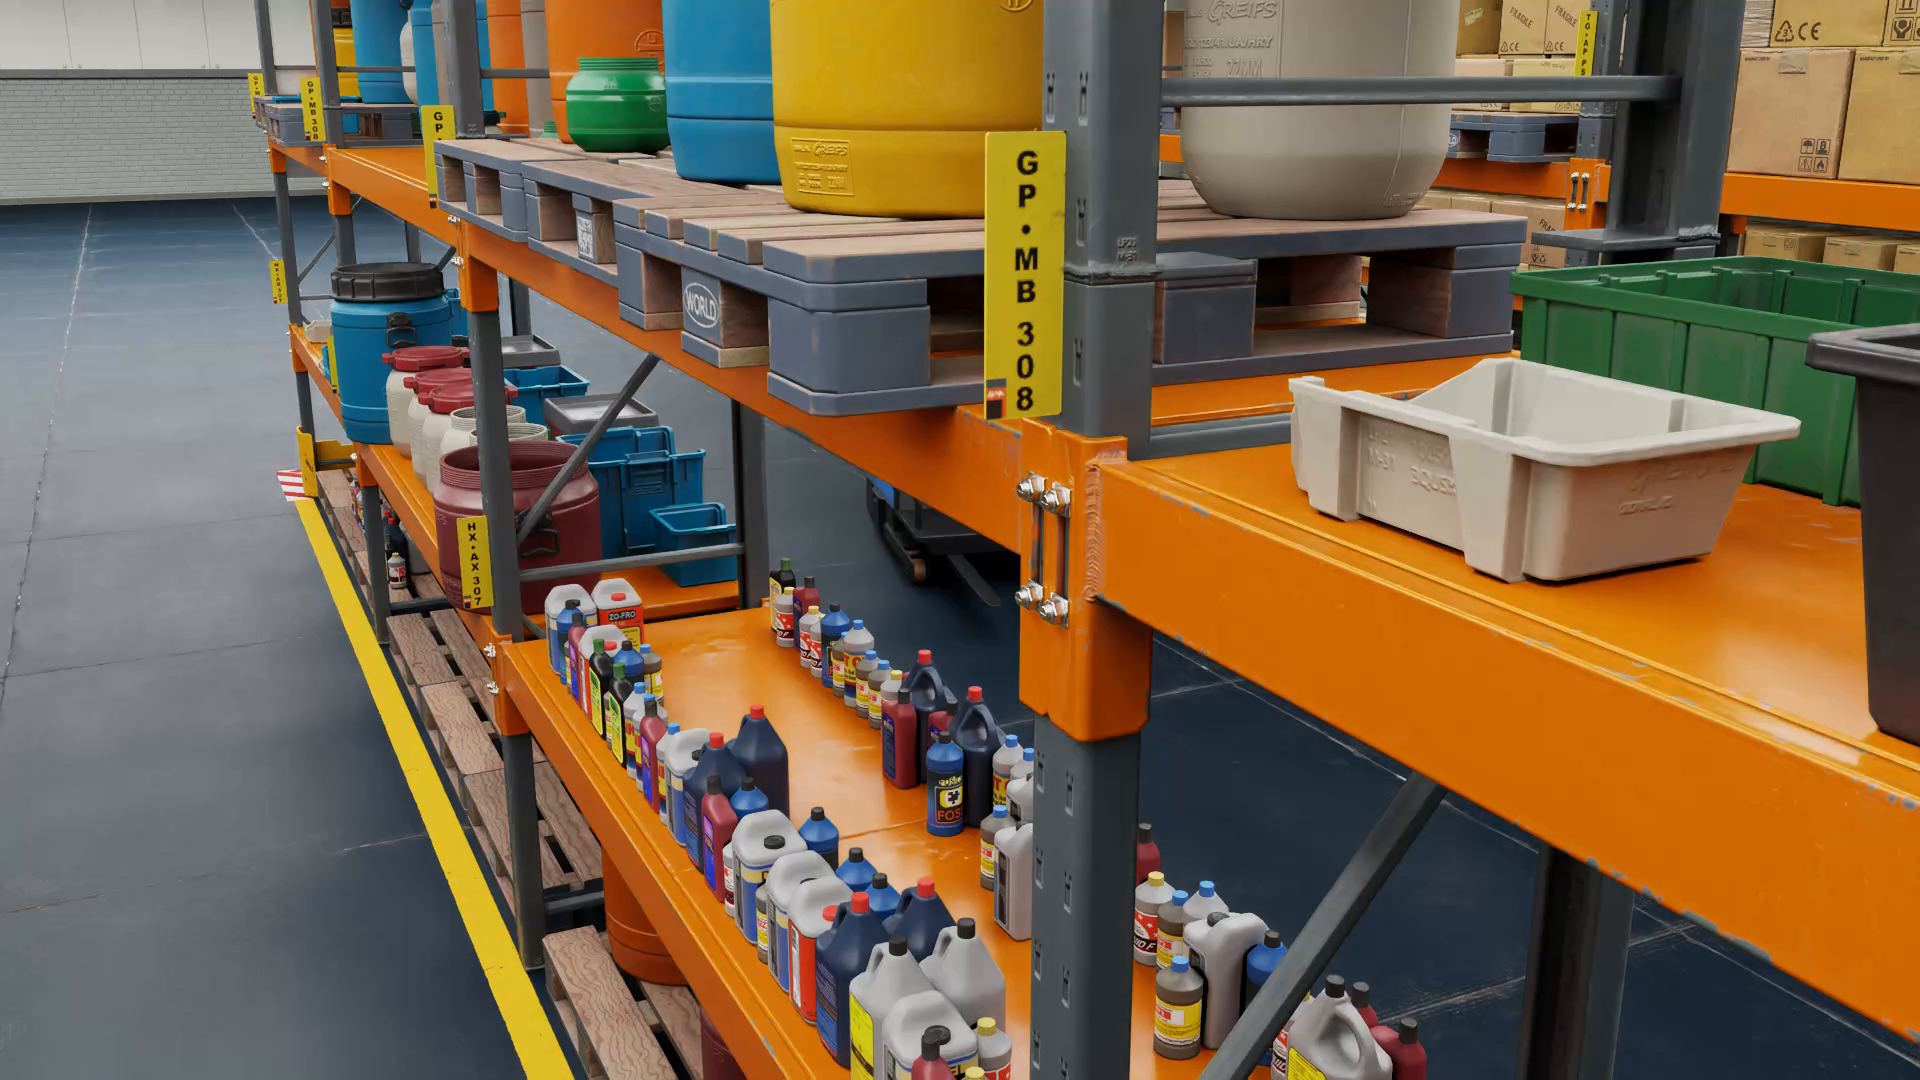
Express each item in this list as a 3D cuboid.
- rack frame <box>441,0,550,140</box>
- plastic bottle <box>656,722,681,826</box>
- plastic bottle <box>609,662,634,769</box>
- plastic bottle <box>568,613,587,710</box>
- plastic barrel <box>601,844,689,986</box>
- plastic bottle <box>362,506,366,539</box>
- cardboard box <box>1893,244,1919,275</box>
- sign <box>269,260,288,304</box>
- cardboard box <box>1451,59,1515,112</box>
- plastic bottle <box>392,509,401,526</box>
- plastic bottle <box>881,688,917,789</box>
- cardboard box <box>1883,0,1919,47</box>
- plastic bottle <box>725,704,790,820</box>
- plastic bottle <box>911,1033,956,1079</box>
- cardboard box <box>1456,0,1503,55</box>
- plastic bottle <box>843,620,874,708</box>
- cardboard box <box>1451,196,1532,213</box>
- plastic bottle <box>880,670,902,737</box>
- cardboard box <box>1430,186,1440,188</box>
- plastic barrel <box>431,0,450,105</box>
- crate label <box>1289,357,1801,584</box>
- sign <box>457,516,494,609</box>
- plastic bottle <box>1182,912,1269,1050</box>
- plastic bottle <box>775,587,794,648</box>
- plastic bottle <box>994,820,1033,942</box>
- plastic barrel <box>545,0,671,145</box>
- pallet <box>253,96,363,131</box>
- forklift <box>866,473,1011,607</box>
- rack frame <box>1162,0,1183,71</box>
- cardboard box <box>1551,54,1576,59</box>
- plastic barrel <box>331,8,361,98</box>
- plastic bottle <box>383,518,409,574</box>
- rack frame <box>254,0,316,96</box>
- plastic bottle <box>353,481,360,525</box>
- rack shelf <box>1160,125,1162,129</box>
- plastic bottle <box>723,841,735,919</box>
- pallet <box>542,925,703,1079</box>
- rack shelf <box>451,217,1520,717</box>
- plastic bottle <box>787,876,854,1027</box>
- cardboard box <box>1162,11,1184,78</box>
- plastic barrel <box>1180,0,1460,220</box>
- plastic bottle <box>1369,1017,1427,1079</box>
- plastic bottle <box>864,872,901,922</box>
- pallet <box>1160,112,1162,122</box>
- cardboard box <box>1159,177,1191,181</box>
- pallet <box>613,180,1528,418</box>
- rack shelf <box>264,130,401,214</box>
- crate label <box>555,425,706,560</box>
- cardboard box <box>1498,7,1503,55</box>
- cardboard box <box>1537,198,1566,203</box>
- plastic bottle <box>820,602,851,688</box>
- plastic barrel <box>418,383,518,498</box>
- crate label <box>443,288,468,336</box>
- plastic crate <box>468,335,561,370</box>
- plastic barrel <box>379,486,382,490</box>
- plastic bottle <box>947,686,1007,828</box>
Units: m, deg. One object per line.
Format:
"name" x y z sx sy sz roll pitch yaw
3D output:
"rack frame" -1.183 -2.795 5.177 1.000 3.000 0.127 -8 18 -25
"plastic bottle" -0.752 0.615 4.403 0.097 0.271 0.097 0 16 0
"plastic bottle" -0.963 0.501 4.777 0.061 0.283 0.133 -8 18 -25
"plastic bottle" -1.181 0.378 5.208 0.061 0.283 0.133 -8 18 -25
"plastic barrel" -0.954 1.049 5.831 0.600 0.830 0.708 -8 18 -25
"plastic bottle" -3.891 -0.148 10.977 0.097 0.271 0.097 0 16 0
"cardboard box" 6.942 -1.790 11.571 0.700 0.500 0.500 -8 18 -25
"sign" -5.184 -1.963 12.651 0.100 0.325 0.005 -8 18 -25
"cardboard box" 2.776 -2.314 8.450 0.500 0.250 0.500 -7 17 -23
"plastic bottle" -3.621 -0.081 10.720 0.061 0.283 0.133 -8 18 -25
"plastic bottle" -0.170 0.540 4.643 0.061 0.283 0.133 -8 18 -25
"cardboard box" 3.903 -2.118 6.261 0.500 0.500 0.500 -8 18 -25
"plastic bottle" -0.532 0.591 4.344 0.144 0.351 0.185 -8 18 -25
"plastic bottle" -0.036 1.026 2.950 0.061 0.283 0.133 -8 18 -25
"cardboard box" 4.577 -4.692 15.193 0.500 0.500 0.500 -7 17 -23
"plastic bottle" -0.317 0.384 5.209 0.097 0.271 0.097 0 16 0
"cardboard box" 4.822 -2.857 15.143 0.500 0.500 0.500 -7 17 -23
"plastic bottle" -0.189 0.490 4.967 0.097 0.201 0.097 0 16 0
"cardboard box" 4.615 -3.299 16.686 0.500 0.500 0.500 -8 18 -26
"plastic barrel" -2.231 -2.324 8.065 0.600 0.901 0.600 0 16 0
"crate label" 0.524 -0.079 1.627 0.293 0.136 0.466 -8 18 -25
"sign" -1.675 0.078 5.745 0.100 0.325 0.005 -8 18 -25
"plastic bottle" 0.549 0.888 3.442 0.152 0.276 0.135 -8 18 -25
"plastic bottle" -0.588 0.263 5.755 0.097 0.201 0.097 0 16 0
"plastic bottle" 0.167 0.768 3.862 0.152 0.276 0.135 -8 18 -25
"plastic barrel" -0.937 -1.621 4.982 0.600 0.830 0.708 -8 18 -25
"pallet" -4.413 -3.029 11.774 1.003 0.211 1.213 -8 18 -25
"forklift" 0.148 -1.240 10.759 1.130 2.935 3.031 -4 16 -13
"rack frame" 1.519 -4.385 10.716 1.000 3.000 0.127 -8 18 -25
"cardboard box" 5.317 -3.822 13.977 0.500 0.500 0.500 -9 18 -30
"plastic barrel" -4.074 -3.362 11.488 0.600 0.588 0.600 0 16 0
"plastic bottle" -3.477 0.033 10.201 0.144 0.351 0.185 -8 18 -26
"rack frame" -4.688 -4.779 12.090 1.000 3.000 0.127 -8 18 -25
"plastic bottle" -4.091 -0.256 11.330 0.061 0.283 0.133 -7 18 -24
"rack shelf" 0.643 -3.093 12.957 1.077 0.370 4.000 -8 18 -25
"plastic bottle" -0.511 0.785 3.937 0.097 0.201 0.097 0 16 0
"pallet" -0.800 1.619 5.726 1.003 0.211 1.213 -8 18 -25
"rack shelf" -0.307 -0.512 3.962 1.077 0.370 4.000 -8 18 -25
"plastic bottle" -0.275 0.866 3.522 0.152 0.276 0.135 -8 18 -25
"cardboard box" 1.535 -3.417 11.585 0.500 0.500 0.500 -6 17 -20
"plastic barrel" 0.564 -0.790 2.619 0.433 0.535 0.433 0 16 0
"plastic bottle" 0.792 0.994 3.061 0.061 0.283 0.133 -8 18 -25
"plastic bottle" -0.171 0.848 3.591 0.097 0.271 0.097 0 16 0
"pallet" 1.122 -3.109 11.868 1.003 0.211 1.213 -8 18 -25
"cardboard box" 1.319 -2.282 11.732 0.700 0.500 0.500 -8 18 -25
"pallet" 0.138 -0.453 2.797 1.213 0.211 1.003 -8 18 -25
"rack shelf" -3.812 -2.495 10.875 1.077 0.370 4.000 -8 18 -25
"crate label" -1.375 -0.208 6.972 0.502 0.435 0.616 -8 18 -25
"cardboard box" 4.891 -4.863 15.792 0.500 0.500 0.500 -6 17 -21
"cardboard box" 5.515 -2.793 14.923 0.500 0.500 0.500 -7 17 -23
"plastic bottle" -0.402 0.335 5.378 0.097 0.271 0.097 0 16 0
"plastic barrel" -2.203 -0.416 7.515 0.433 0.535 0.433 0 16 0
"crate label" -3.638 -1.489 11.436 0.502 0.435 0.616 -8 18 -25
"plastic crate" -2.448 -0.851 9.163 0.402 0.464 0.583 -8 18 -25
"plastic barrel" -4.111 -0.623 12.233 0.421 0.512 0.421 0 16 0
"plastic bottle" 0.050 0.568 4.424 0.144 0.351 0.185 -8 18 -25
